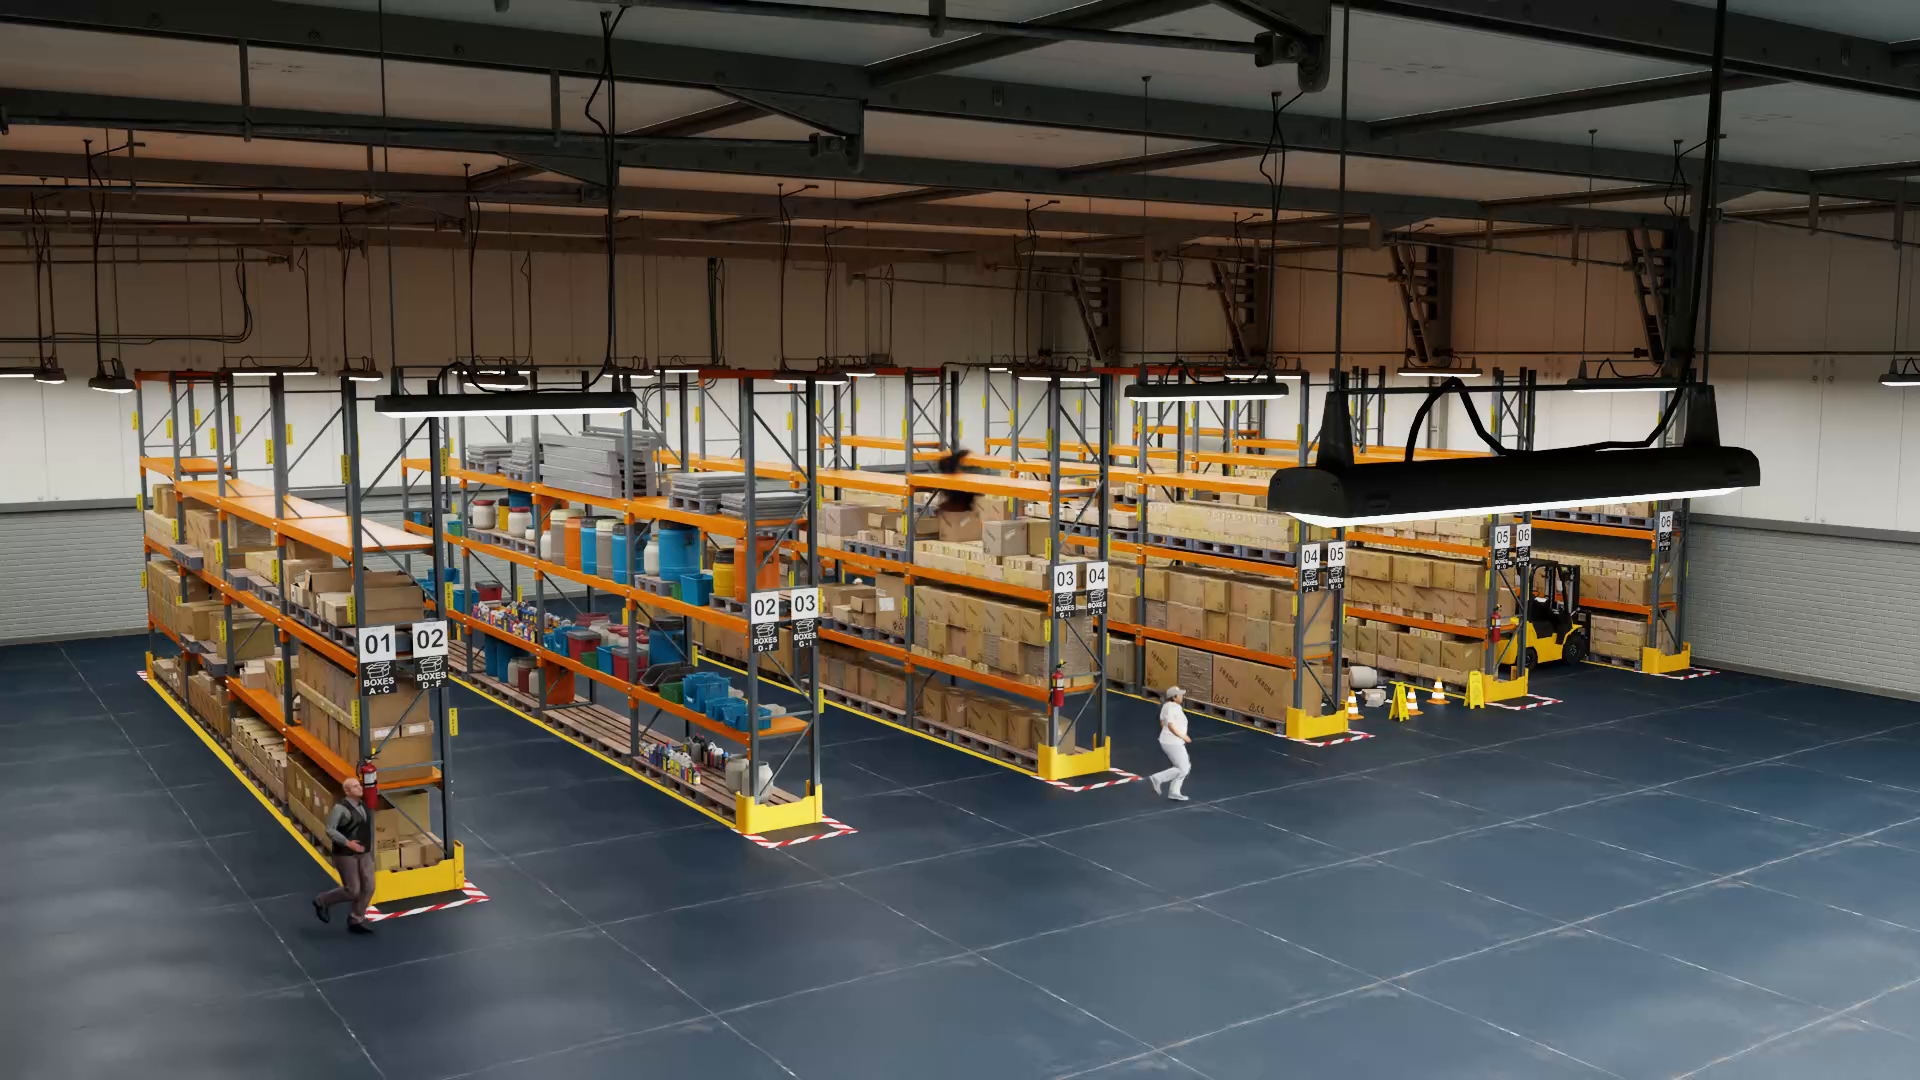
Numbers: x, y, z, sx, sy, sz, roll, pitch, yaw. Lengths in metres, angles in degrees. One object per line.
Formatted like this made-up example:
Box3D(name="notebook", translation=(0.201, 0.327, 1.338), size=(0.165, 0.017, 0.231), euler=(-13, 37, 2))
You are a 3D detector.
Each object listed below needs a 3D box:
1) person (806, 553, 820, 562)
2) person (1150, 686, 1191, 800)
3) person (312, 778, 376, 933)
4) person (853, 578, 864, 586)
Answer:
Box3D(name="person", translation=(-3.792, 0.859, 41.941), size=(0.889, 1.495, 0.795), euler=(-1, 7, -9))
Box3D(name="person", translation=(2.964, 2.881, 23.602), size=(0.585, 1.619, 0.617), euler=(0, 6, -3))
Box3D(name="person", translation=(-6.727, 3.447, 18.294), size=(0.679, 1.693, 0.678), euler=(2, 7, 17))
Box3D(name="person", translation=(-2.057, 1.651, 33.794), size=(0.637, 1.762, 0.832), euler=(-6, 9, -41))
